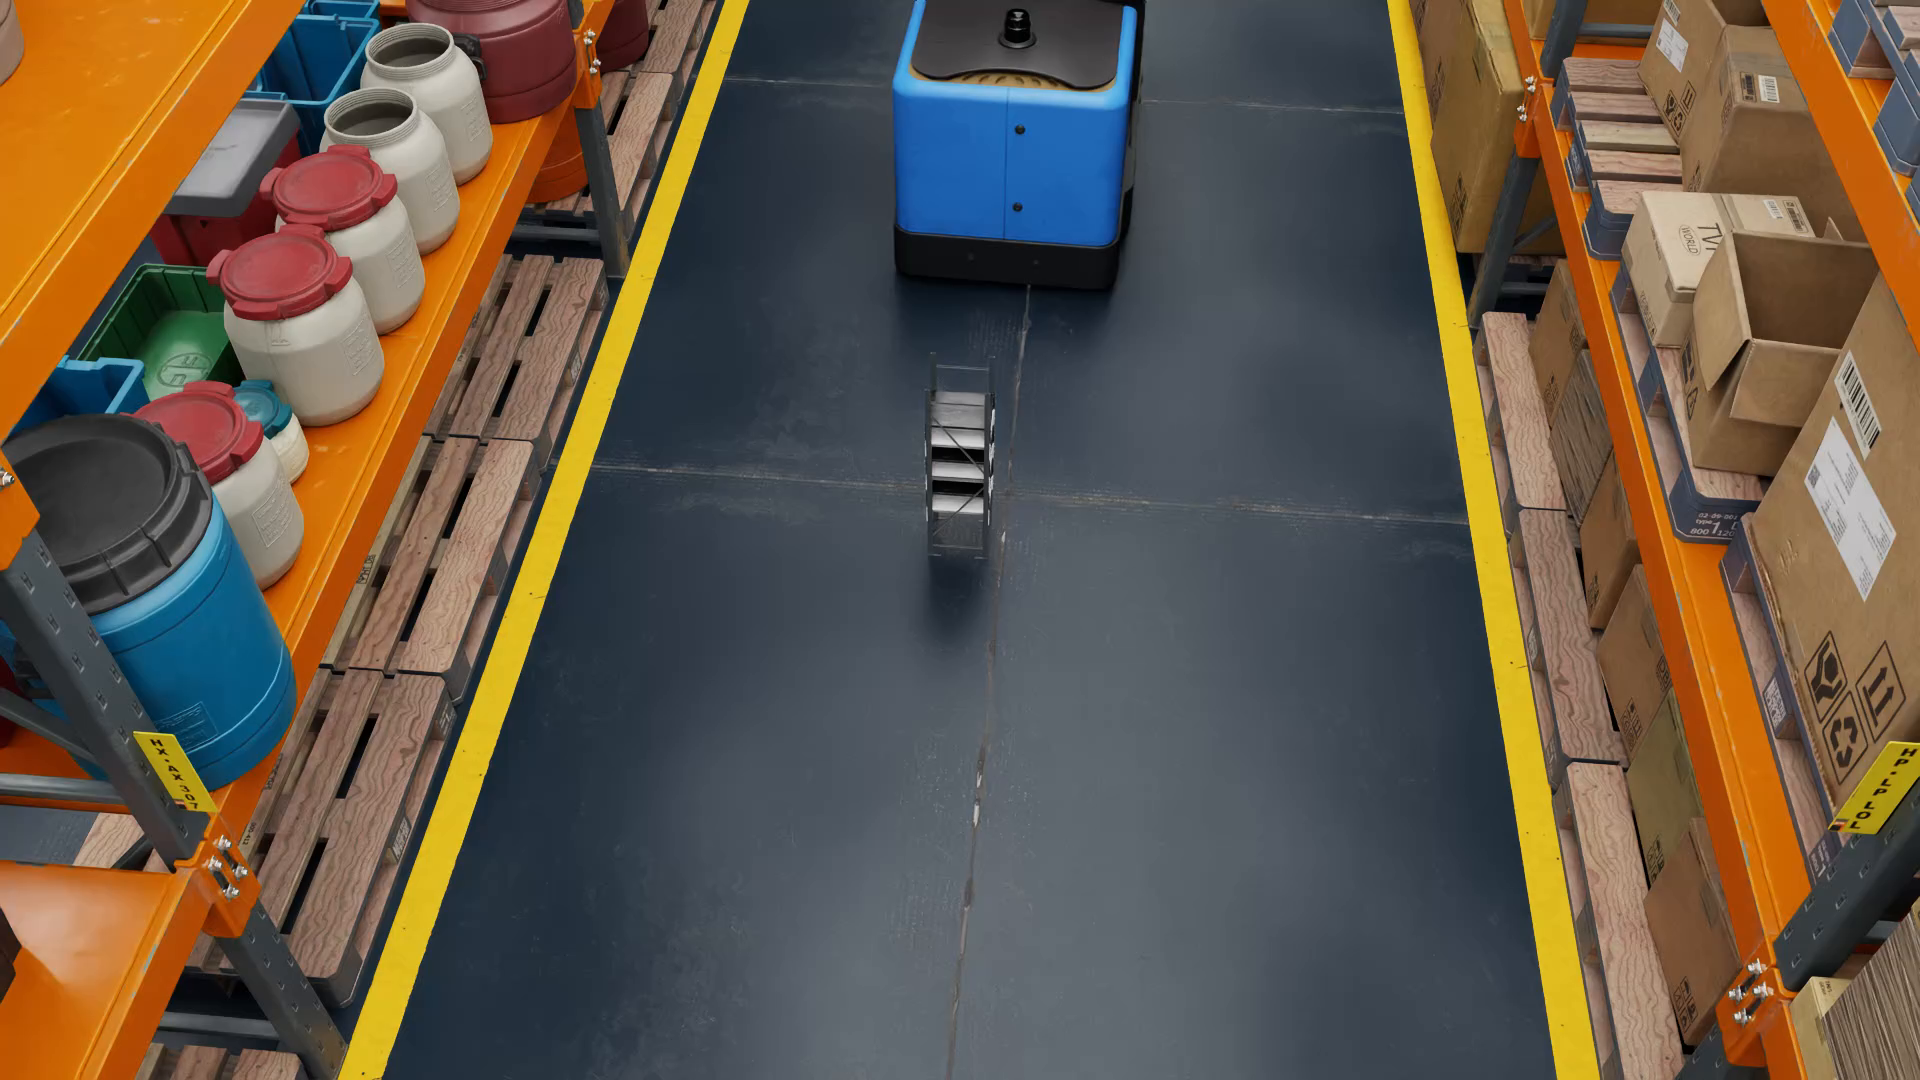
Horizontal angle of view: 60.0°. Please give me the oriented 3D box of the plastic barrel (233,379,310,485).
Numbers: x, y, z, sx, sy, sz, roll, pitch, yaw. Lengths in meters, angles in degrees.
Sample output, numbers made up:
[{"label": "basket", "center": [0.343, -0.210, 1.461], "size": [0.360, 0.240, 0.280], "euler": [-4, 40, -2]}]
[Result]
[{"label": "plastic barrel", "center": [-2.176, -0.301, 5.112], "size": [0.301, 0.262, 0.301], "euler": [0, 48, 0]}]

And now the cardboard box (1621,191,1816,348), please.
[{"label": "cardboard box", "center": [2.466, -0.867, 5.353], "size": [0.500, 0.250, 0.500], "euler": [3, 48, 2]}]

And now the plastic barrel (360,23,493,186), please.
[{"label": "plastic barrel", "center": [-1.965, -1.592, 6.124], "size": [0.421, 0.512, 0.421], "euler": [0, 48, 0]}]

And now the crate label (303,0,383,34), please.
[{"label": "crate label", "center": [-2.496, -1.984, 6.671], "size": [0.303, 0.233, 0.416], "euler": [4, 48, 4]}]

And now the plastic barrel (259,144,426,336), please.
[{"label": "plastic barrel", "center": [-2.037, -0.977, 5.545], "size": [0.433, 0.535, 0.433], "euler": [0, 48, 0]}]

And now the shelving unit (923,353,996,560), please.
[{"label": "shelving unit", "center": [0.001, -0.310, 6.449], "size": [0.258, 0.900, 0.210], "euler": [4, 48, 4]}]

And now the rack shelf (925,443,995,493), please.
[{"label": "rack shelf", "center": [0.001, -0.287, 6.474], "size": [0.258, 0.077, 0.200], "euler": [4, 48, 4]}]

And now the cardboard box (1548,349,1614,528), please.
[{"label": "cardboard box", "center": [2.769, -0.395, 6.500], "size": [0.700, 0.500, 0.500], "euler": [0, 48, 0]}]

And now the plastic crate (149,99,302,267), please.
[{"label": "plastic crate", "center": [-2.536, -1.180, 5.779], "size": [0.402, 0.464, 0.583], "euler": [4, 48, 4]}]

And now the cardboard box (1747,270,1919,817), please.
[{"label": "cardboard box", "center": [2.695, 0.029, 4.026], "size": [1.000, 1.000, 1.000], "euler": [4, 48, 4]}]

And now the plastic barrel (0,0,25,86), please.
[{"label": "plastic barrel", "center": [-2.559, -1.436, 3.684], "size": [0.600, 0.901, 0.600], "euler": [0, 48, 0]}]

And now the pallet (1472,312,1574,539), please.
[{"label": "pallet", "center": [2.775, -0.477, 7.069], "size": [1.003, 0.211, 1.213], "euler": [4, 48, 4]}]

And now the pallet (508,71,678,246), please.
[{"label": "pallet", "center": [-2.054, -1.966, 8.431], "size": [1.003, 0.211, 1.213], "euler": [4, 48, 4]}]

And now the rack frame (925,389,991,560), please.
[{"label": "rack frame", "center": [-0.009, -0.235, 6.381], "size": [0.240, 0.900, 0.006], "euler": [4, 48, 4]}]

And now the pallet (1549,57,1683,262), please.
[{"label": "pallet", "center": [2.889, -1.396, 6.150], "size": [1.213, 0.211, 1.003], "euler": [4, 48, 4]}]

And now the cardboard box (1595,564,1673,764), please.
[{"label": "cardboard box", "center": [2.674, 0.432, 5.743], "size": [0.700, 0.500, 0.500], "euler": [0, 48, 0]}]

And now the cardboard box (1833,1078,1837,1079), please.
[{"label": "cardboard box", "center": [2.129, 1.353, 3.676], "size": [0.380, 0.149, 0.250], "euler": [4, 48, 4]}]

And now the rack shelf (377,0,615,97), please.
[{"label": "rack shelf", "center": [-1.902, -3.552, 8.479], "size": [1.077, 0.370, 4.000], "euler": [4, 48, 4]}]

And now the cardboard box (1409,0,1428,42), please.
[{"label": "cardboard box", "center": [3.094, -3.228, 8.850], "size": [1.225, 0.875, 0.875], "euler": [2, 48, 2]}]

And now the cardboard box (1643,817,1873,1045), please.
[{"label": "cardboard box", "center": [2.561, 1.193, 5.048], "size": [0.700, 0.500, 0.500], "euler": [1, 48, 1]}]

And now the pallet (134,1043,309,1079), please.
[{"label": "pallet", "center": [-2.552, 2.046, 4.761], "size": [1.003, 0.211, 1.213], "euler": [4, 48, 4]}]

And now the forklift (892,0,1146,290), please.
[{"label": "forklift", "center": [0.391, -3.254, 7.765], "size": [1.130, 2.935, 3.031], "euler": [5, 48, 5]}]

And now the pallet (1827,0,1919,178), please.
[{"label": "pallet", "center": [2.737, -1.210, 3.945], "size": [1.213, 0.211, 1.003], "euler": [4, 48, 4]}]

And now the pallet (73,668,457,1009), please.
[{"label": "pallet", "center": [-2.416, 0.976, 5.740], "size": [1.003, 0.211, 1.213], "euler": [4, 48, 4]}]

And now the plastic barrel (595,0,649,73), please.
[{"label": "plastic barrel", "center": [-1.954, -2.843, 8.693], "size": [0.600, 0.588, 0.708], "euler": [4, 48, 4]}]

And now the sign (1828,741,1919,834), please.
[{"label": "sign", "center": [1.930, 0.522, 3.481], "size": [0.100, 0.325, 0.005], "euler": [4, 48, 4]}]

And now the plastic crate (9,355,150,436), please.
[{"label": "plastic crate", "center": [-2.658, -0.212, 4.948], "size": [0.392, 0.384, 0.575], "euler": [4, 48, 4]}]

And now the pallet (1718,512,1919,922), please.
[{"label": "pallet", "center": [2.698, 0.460, 4.452], "size": [1.003, 0.211, 1.213], "euler": [4, 48, 4]}]

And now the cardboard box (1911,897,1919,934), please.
[{"label": "cardboard box", "center": [2.189, 0.789, 3.074], "size": [0.500, 0.500, 0.500], "euler": [4, 48, 4]}]

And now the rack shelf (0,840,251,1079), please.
[{"label": "rack shelf", "center": [-2.631, 2.327, 3.103], "size": [1.077, 0.370, 4.000], "euler": [4, 48, 4]}]

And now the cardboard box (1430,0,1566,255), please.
[{"label": "cardboard box", "center": [2.932, -1.922, 7.657], "size": [1.225, 0.875, 0.875], "euler": [2, 48, 2]}]

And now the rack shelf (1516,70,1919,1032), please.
[{"label": "rack shelf", "center": [2.666, -0.279, 5.486], "size": [1.077, 0.370, 4.000], "euler": [4, 48, 4]}]

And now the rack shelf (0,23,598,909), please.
[{"label": "rack shelf", "center": [-2.267, -0.613, 5.791], "size": [1.077, 0.370, 4.000], "euler": [4, 48, 4]}]

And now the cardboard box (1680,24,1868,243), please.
[{"label": "cardboard box", "center": [2.887, -1.351, 5.626], "size": [0.700, 0.500, 0.500], "euler": [10, 48, 9]}]

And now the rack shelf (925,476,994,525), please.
[{"label": "rack shelf", "center": [0.001, -0.166, 6.607], "size": [0.258, 0.077, 0.200], "euler": [4, 48, 4]}]

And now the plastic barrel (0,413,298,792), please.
[{"label": "plastic barrel", "center": [-2.112, 0.182, 4.237], "size": [0.600, 0.901, 0.708], "euler": [4, 48, 4]}]

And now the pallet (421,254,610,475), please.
[{"label": "pallet", "center": [-2.194, -0.817, 7.380], "size": [1.003, 0.211, 1.213], "euler": [4, 48, 4]}]

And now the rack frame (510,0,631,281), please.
[{"label": "rack frame", "center": [-2.084, -2.325, 6.870], "size": [1.000, 3.000, 0.127], "euler": [4, 48, 4]}]

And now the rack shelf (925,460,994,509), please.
[{"label": "rack shelf", "center": [0.001, -0.226, 6.540], "size": [0.258, 0.077, 0.200], "euler": [4, 48, 4]}]
